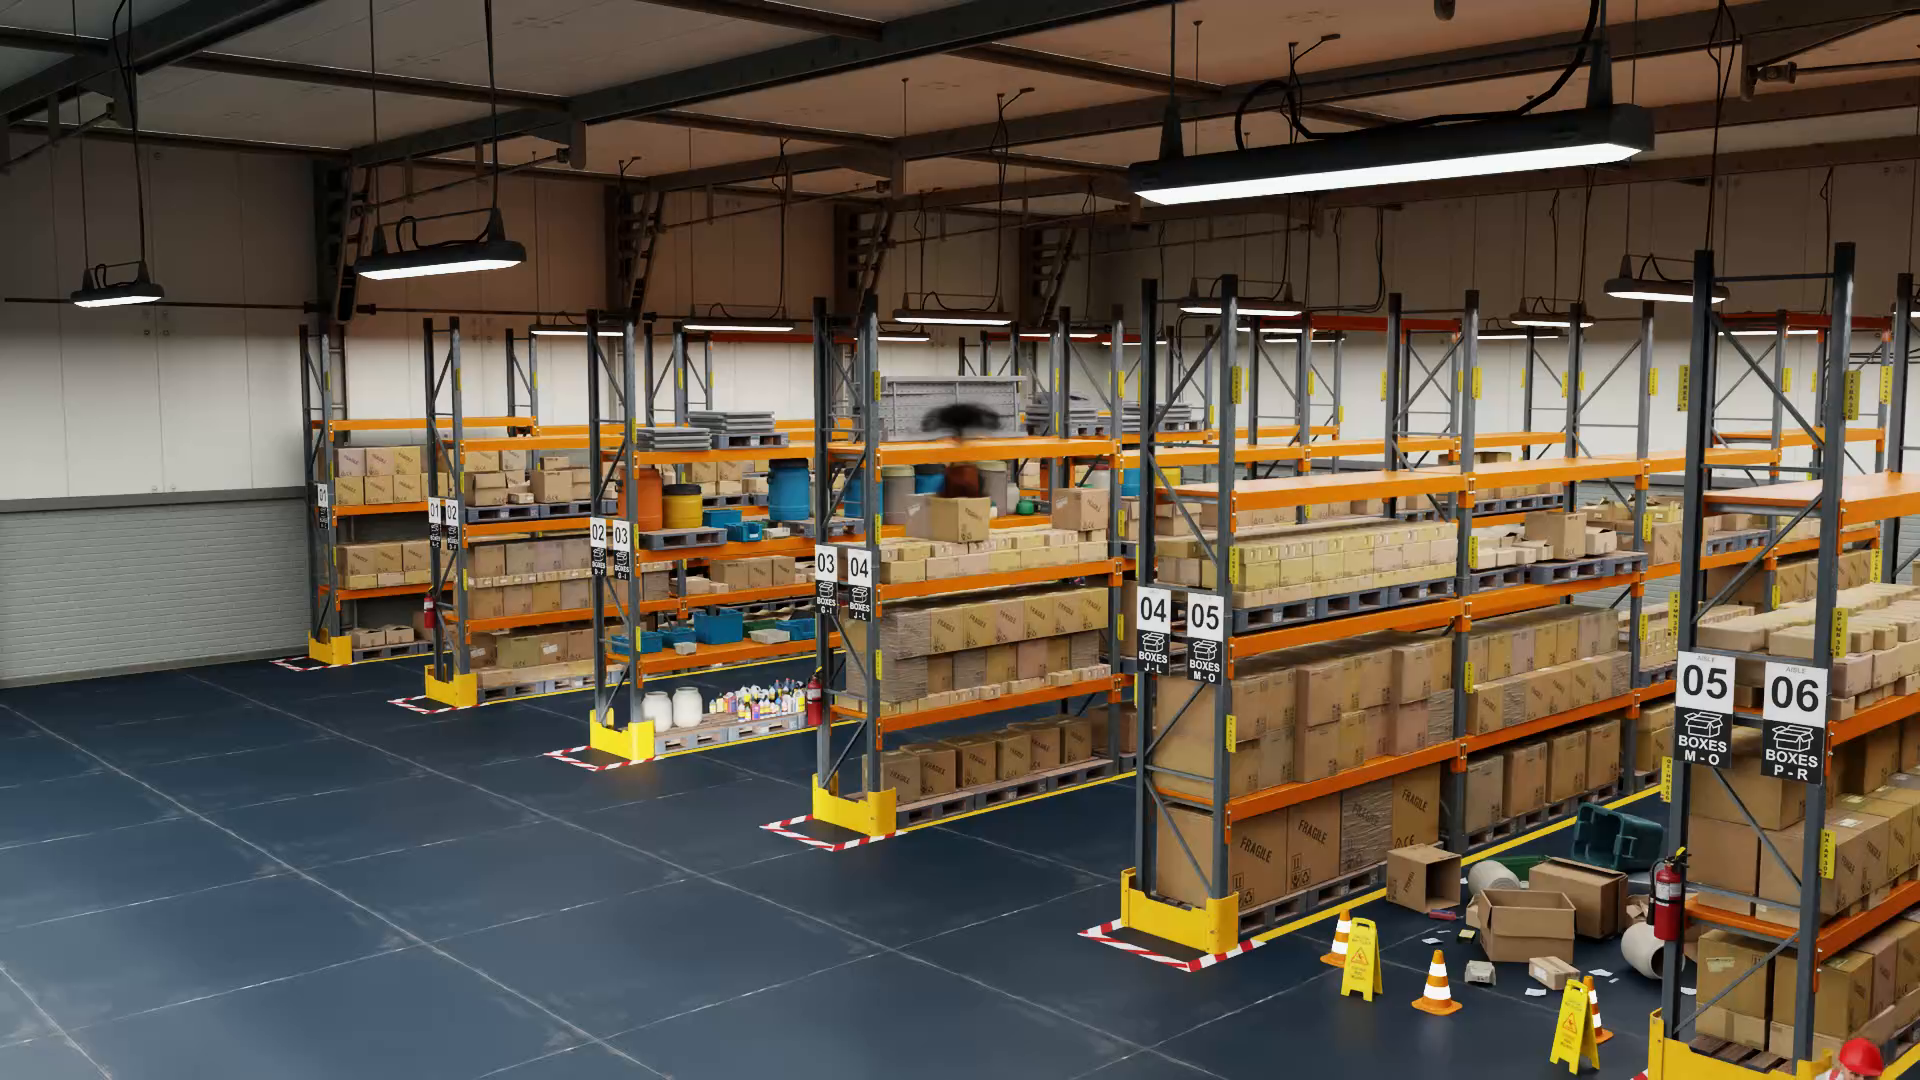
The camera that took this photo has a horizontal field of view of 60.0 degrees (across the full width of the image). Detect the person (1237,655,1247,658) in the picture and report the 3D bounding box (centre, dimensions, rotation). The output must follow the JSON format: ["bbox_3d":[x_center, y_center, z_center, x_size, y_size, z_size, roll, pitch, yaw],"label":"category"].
[{"bbox_3d":[3.448,2.276,20.270,0.638,1.790,0.852,5,8,42],"label":"person"}]

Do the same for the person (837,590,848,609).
[{"bbox_3d":[-2.456,0.771,35.235,0.591,1.713,0.686,4,7,32],"label":"person"}]

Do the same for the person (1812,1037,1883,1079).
[{"bbox_3d":[4.693,3.416,8.751,0.698,1.734,0.664,-5,8,-43],"label":"person"}]
